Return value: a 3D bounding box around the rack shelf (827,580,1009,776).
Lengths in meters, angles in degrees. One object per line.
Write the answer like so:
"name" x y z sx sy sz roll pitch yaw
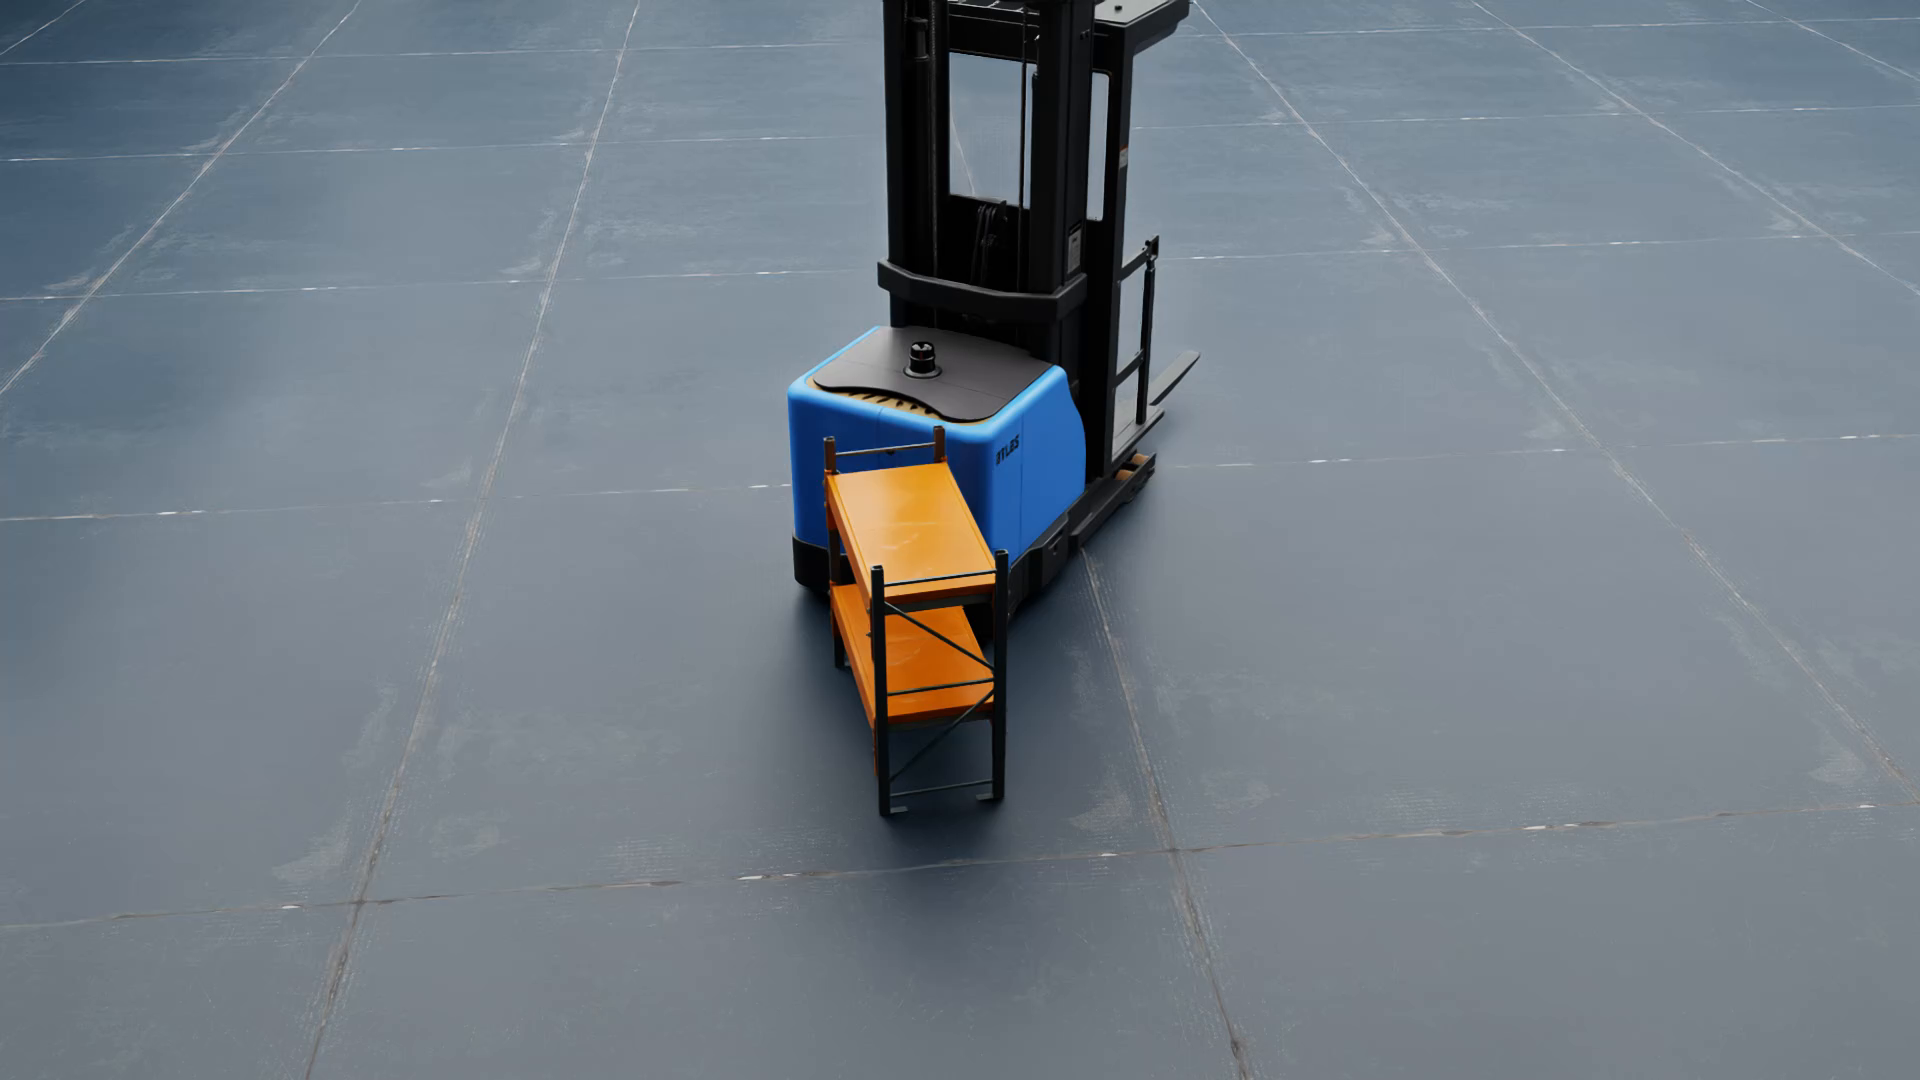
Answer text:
"rack shelf" -0.190 0.509 6.778 0.538 0.278 1.000 -7 32 -12

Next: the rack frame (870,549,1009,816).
"rack frame" -0.072 0.553 6.228 0.500 1.125 0.032 -7 32 -12

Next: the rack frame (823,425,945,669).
"rack frame" -0.308 0.046 7.077 0.500 1.125 0.032 -7 32 -12

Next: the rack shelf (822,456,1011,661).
"rack shelf" -0.190 0.048 6.502 0.538 0.278 1.000 -7 32 -12

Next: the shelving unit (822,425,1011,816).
"shelving unit" -0.190 0.299 6.652 0.538 1.125 1.048 -7 32 -12

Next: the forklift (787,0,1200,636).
"forklift" 0.372 -1.558 8.000 1.130 2.935 3.031 16 34 24
